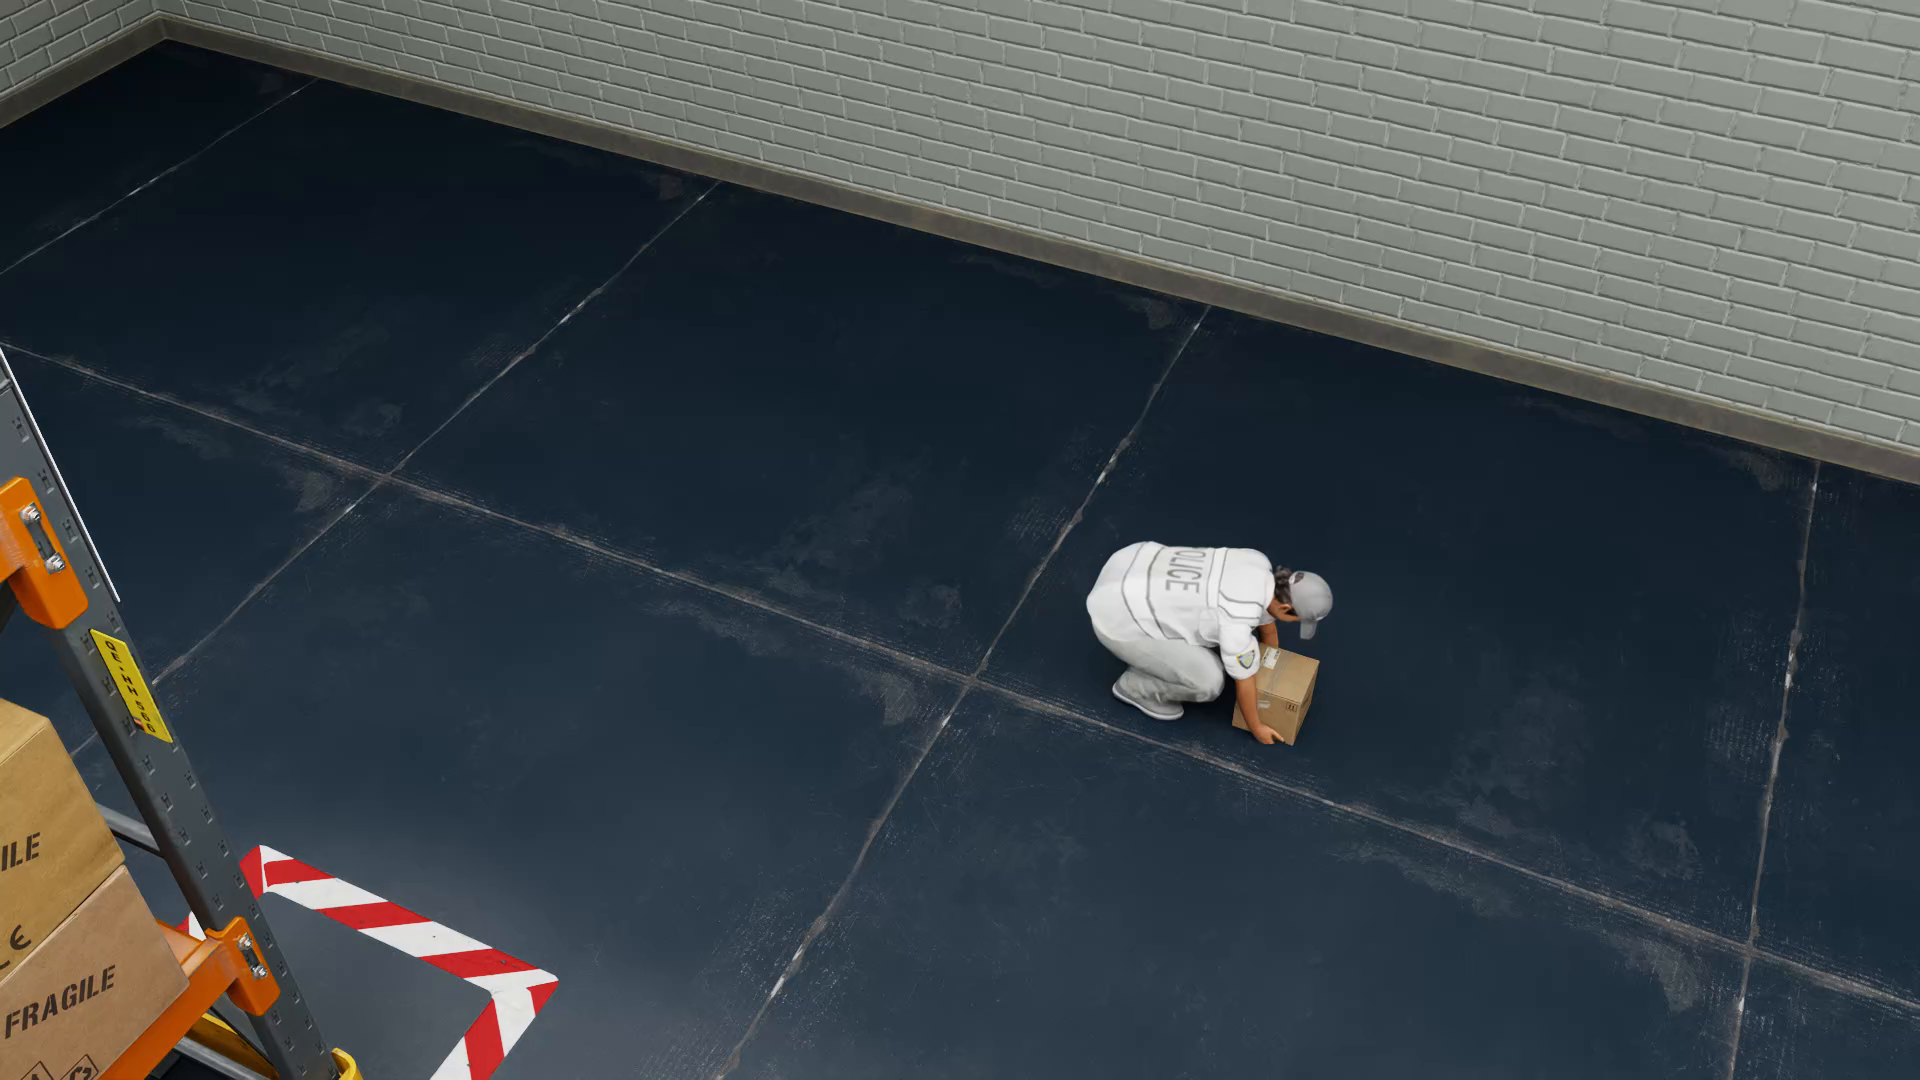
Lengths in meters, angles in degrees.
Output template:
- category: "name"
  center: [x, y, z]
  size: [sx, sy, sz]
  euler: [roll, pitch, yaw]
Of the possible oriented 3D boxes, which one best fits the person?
- category: "person"
  center: [0.952, 0.363, 6.492]
  size: [0.907, 0.798, 0.506]
  euler: [17, 45, 18]
